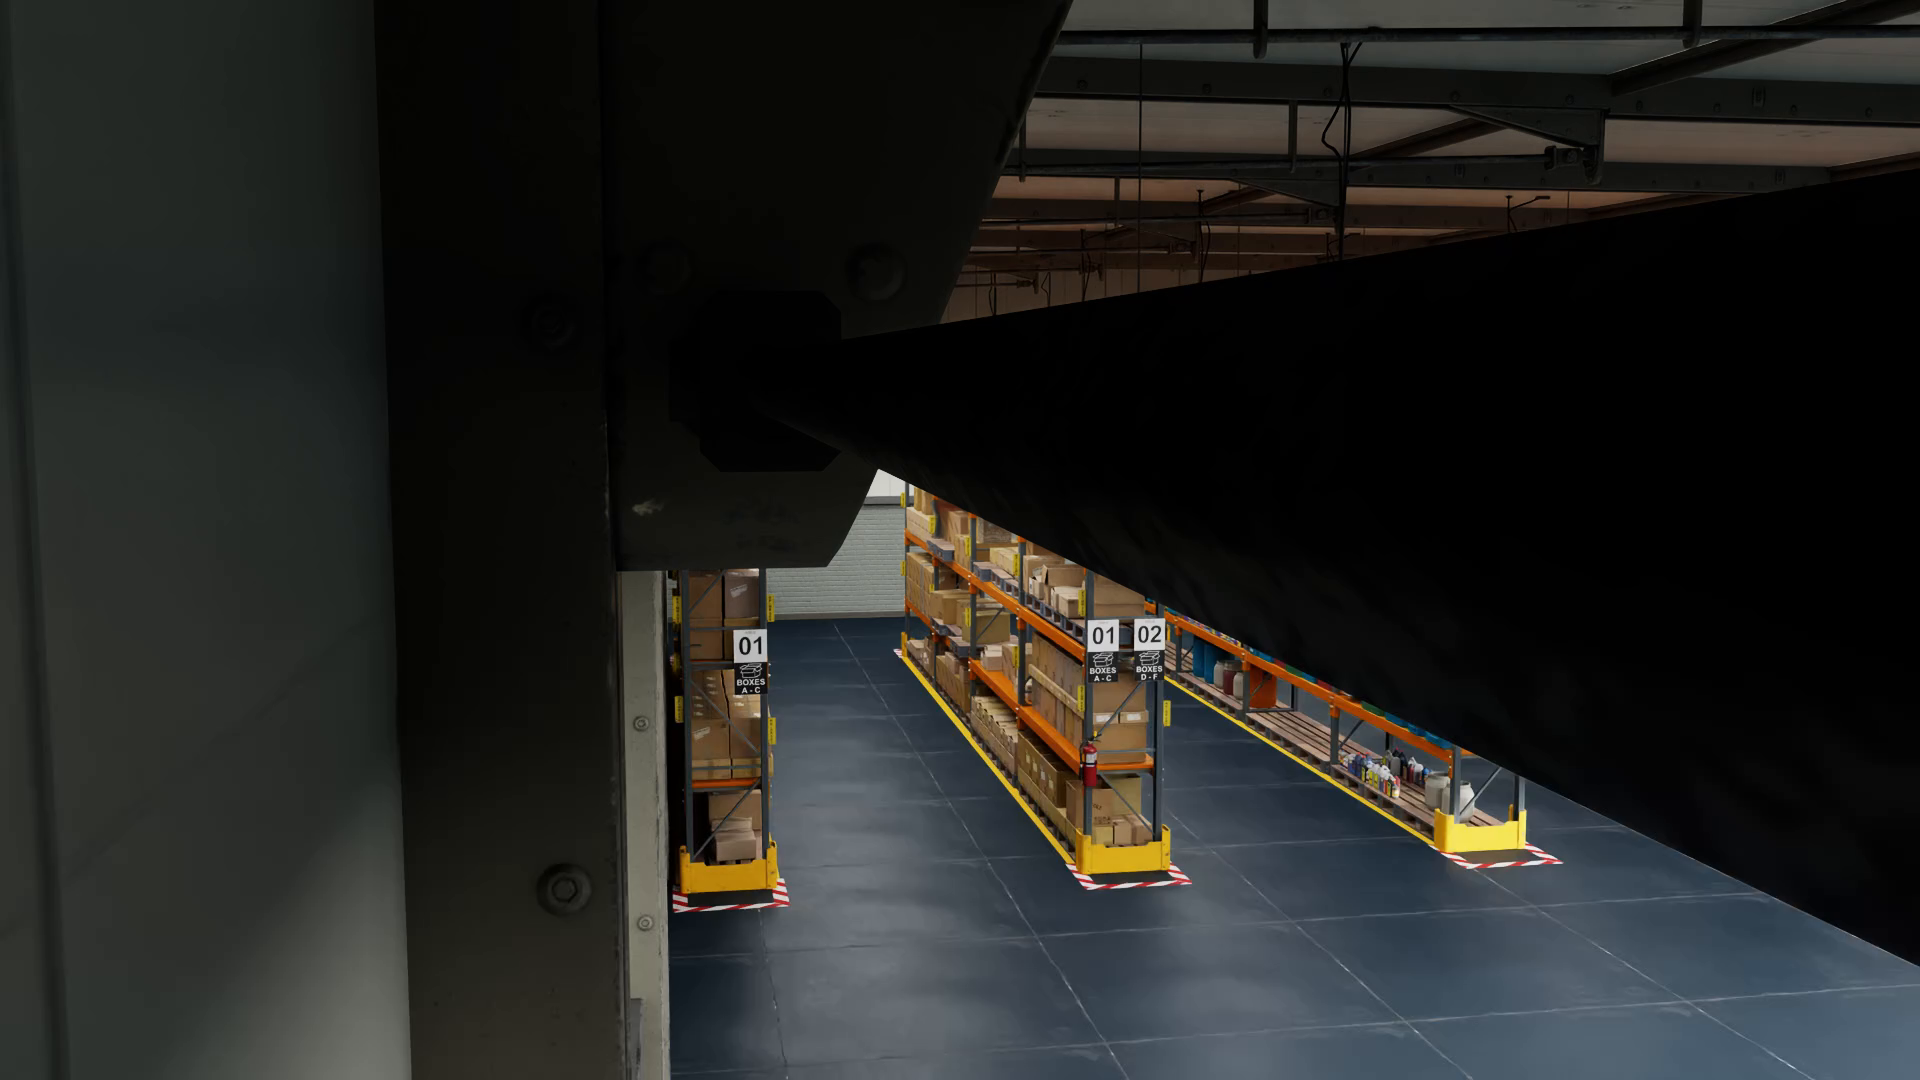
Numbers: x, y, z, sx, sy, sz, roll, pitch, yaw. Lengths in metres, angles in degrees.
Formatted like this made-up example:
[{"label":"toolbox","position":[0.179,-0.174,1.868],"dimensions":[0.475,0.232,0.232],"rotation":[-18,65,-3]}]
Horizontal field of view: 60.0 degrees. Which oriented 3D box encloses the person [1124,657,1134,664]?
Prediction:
[{"label":"person","position":[3.485,1.934,34.379],"dimensions":[0.483,1.632,1.017],"rotation":[2,6,18]}]
